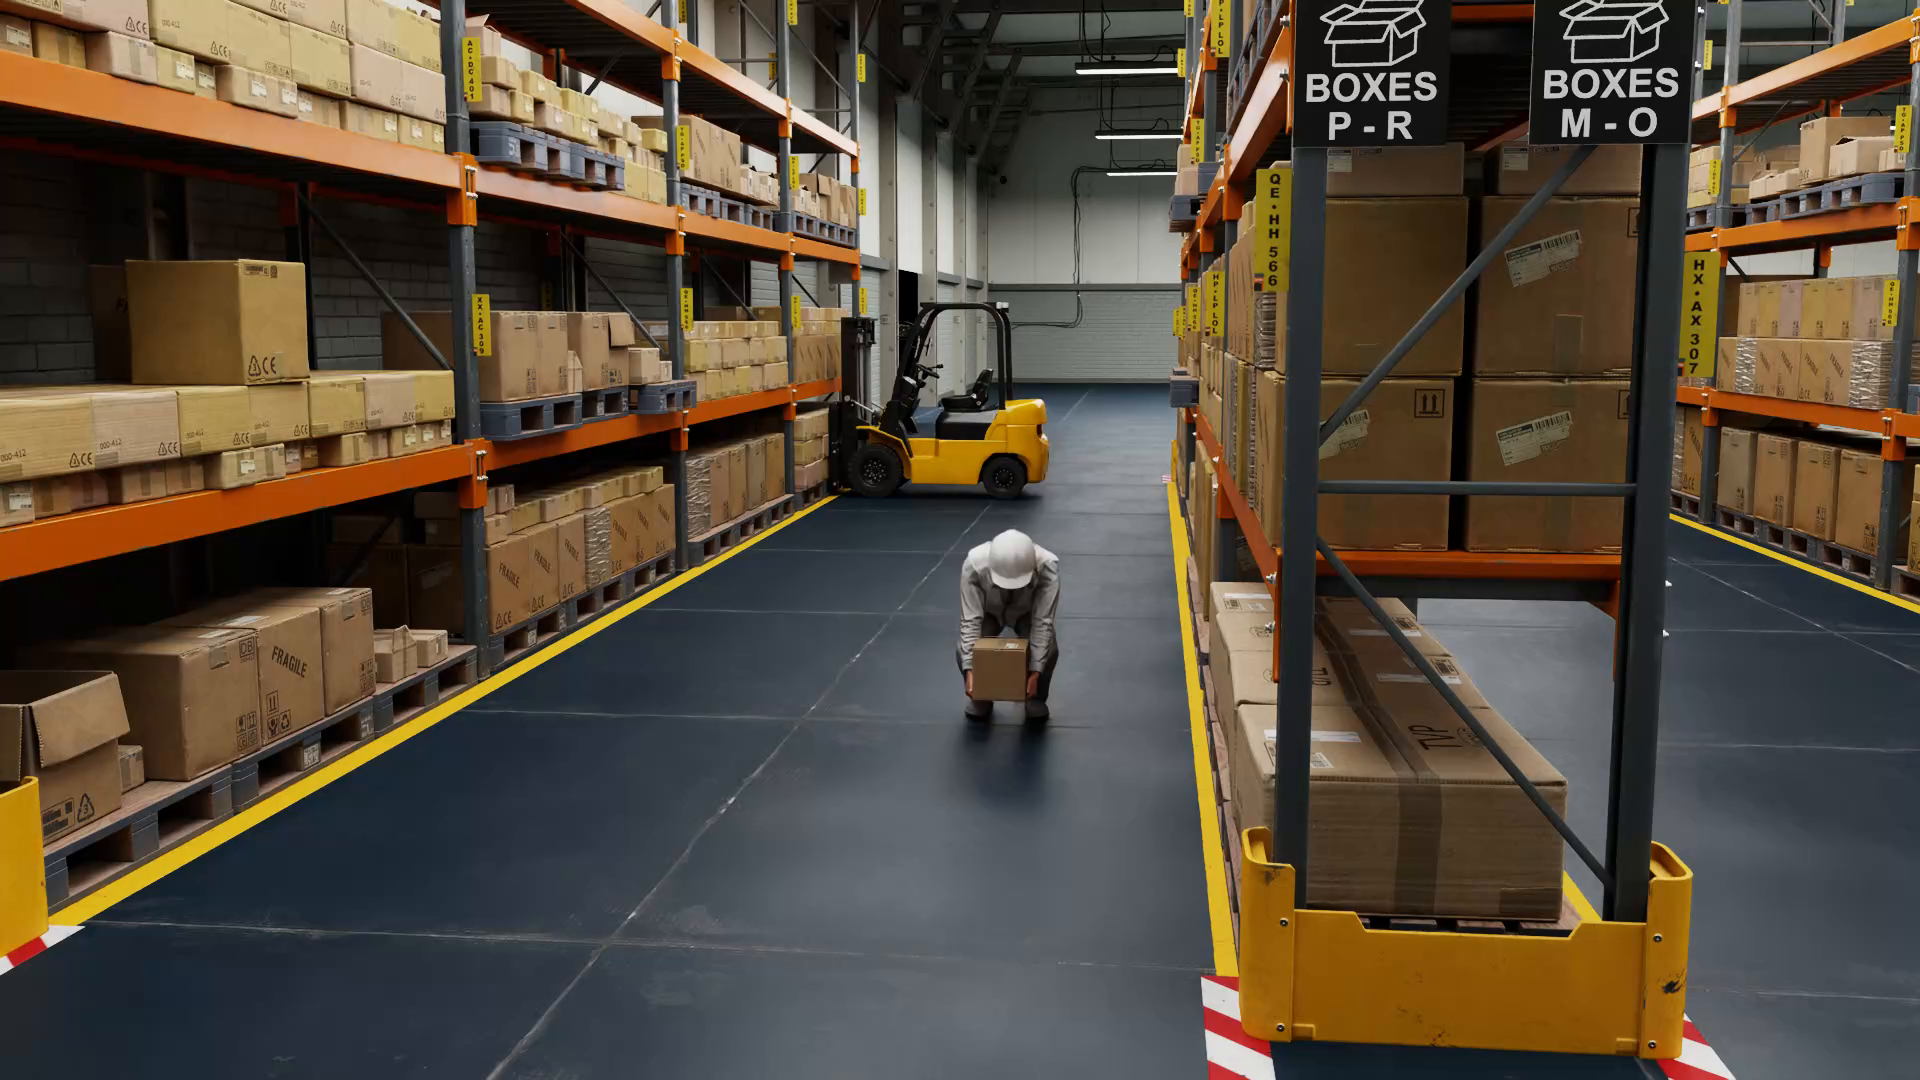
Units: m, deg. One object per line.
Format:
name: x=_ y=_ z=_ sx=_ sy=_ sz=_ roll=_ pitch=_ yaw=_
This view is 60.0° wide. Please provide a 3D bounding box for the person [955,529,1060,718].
person: x=0.235 y=0.400 z=8.149 sx=0.507 sy=1.000 sz=0.924 roll=1 pitch=8 yaw=4
